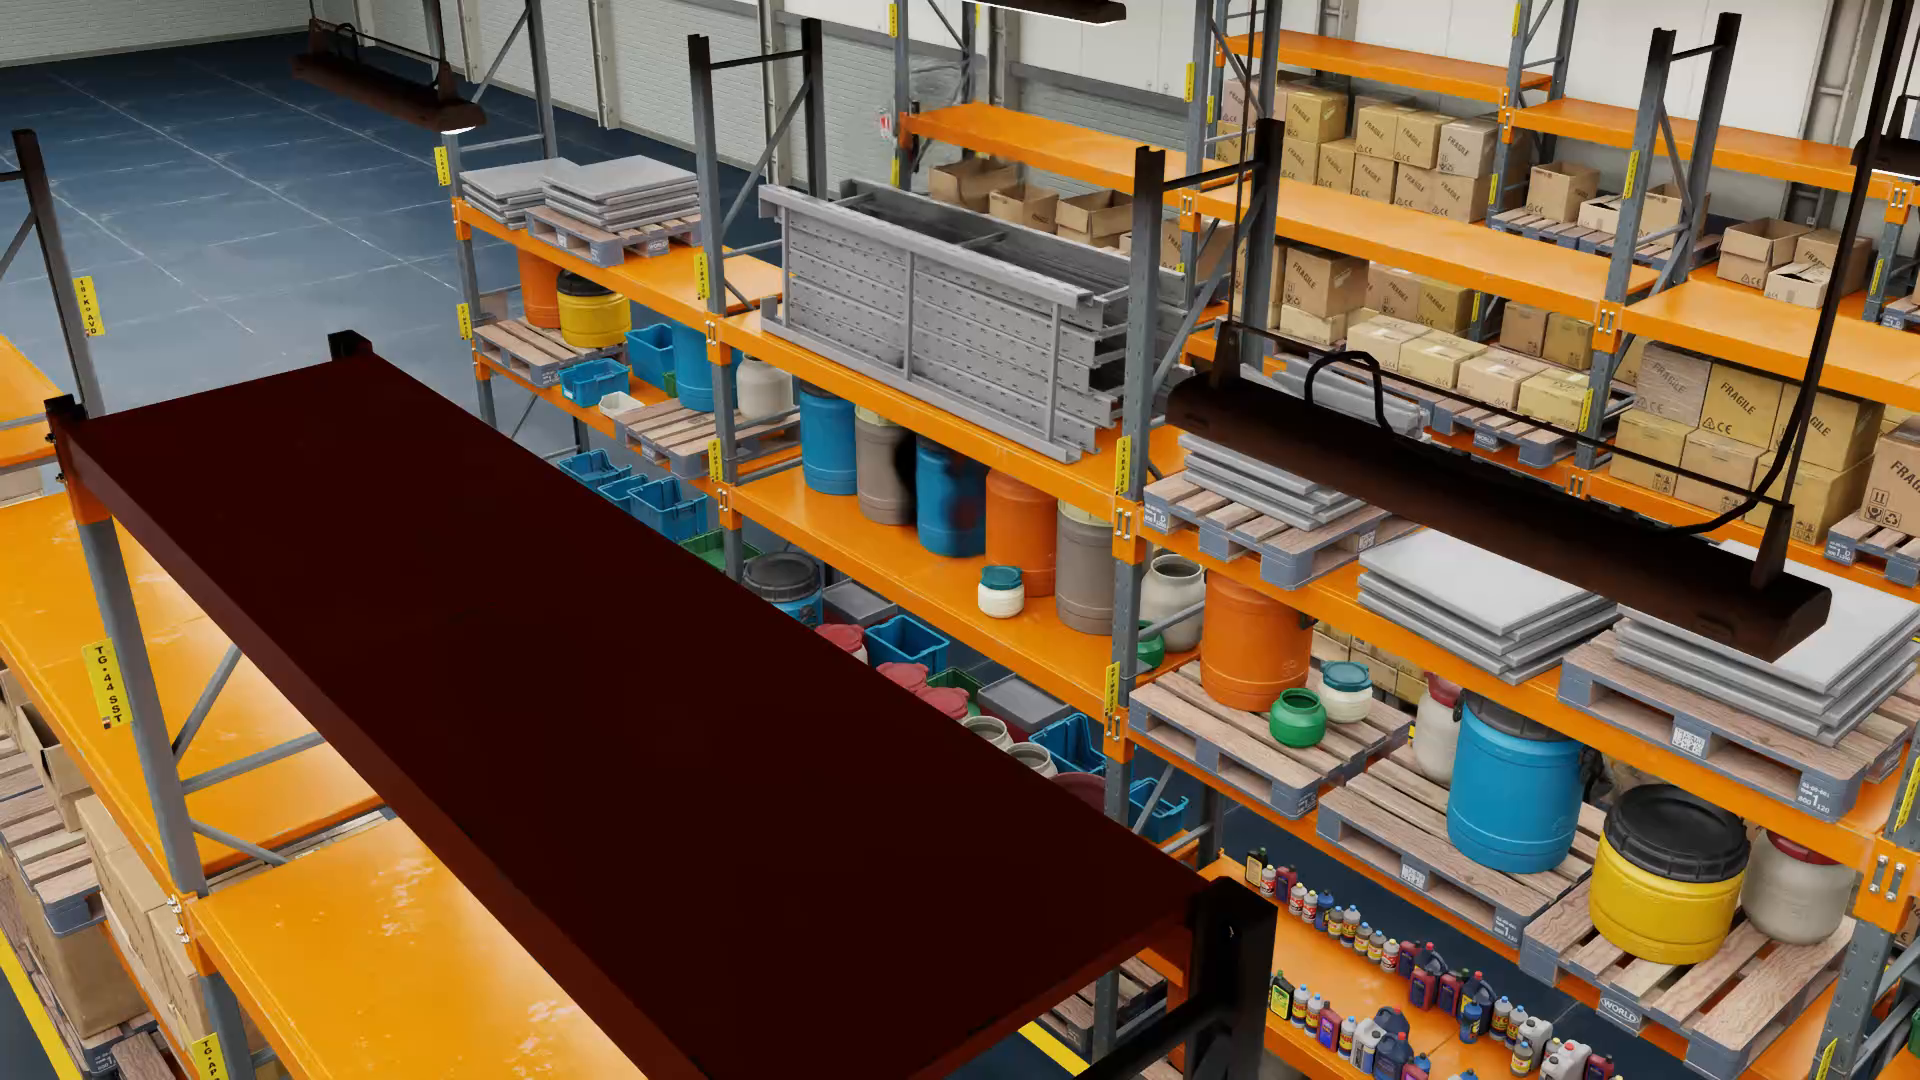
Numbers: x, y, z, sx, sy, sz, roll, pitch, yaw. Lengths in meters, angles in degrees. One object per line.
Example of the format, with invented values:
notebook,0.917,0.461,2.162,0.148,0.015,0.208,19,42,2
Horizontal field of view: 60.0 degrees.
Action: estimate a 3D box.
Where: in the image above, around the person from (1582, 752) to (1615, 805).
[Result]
person,4.085,1.967,11.320,0.656,1.724,0.763,-23,35,-38
